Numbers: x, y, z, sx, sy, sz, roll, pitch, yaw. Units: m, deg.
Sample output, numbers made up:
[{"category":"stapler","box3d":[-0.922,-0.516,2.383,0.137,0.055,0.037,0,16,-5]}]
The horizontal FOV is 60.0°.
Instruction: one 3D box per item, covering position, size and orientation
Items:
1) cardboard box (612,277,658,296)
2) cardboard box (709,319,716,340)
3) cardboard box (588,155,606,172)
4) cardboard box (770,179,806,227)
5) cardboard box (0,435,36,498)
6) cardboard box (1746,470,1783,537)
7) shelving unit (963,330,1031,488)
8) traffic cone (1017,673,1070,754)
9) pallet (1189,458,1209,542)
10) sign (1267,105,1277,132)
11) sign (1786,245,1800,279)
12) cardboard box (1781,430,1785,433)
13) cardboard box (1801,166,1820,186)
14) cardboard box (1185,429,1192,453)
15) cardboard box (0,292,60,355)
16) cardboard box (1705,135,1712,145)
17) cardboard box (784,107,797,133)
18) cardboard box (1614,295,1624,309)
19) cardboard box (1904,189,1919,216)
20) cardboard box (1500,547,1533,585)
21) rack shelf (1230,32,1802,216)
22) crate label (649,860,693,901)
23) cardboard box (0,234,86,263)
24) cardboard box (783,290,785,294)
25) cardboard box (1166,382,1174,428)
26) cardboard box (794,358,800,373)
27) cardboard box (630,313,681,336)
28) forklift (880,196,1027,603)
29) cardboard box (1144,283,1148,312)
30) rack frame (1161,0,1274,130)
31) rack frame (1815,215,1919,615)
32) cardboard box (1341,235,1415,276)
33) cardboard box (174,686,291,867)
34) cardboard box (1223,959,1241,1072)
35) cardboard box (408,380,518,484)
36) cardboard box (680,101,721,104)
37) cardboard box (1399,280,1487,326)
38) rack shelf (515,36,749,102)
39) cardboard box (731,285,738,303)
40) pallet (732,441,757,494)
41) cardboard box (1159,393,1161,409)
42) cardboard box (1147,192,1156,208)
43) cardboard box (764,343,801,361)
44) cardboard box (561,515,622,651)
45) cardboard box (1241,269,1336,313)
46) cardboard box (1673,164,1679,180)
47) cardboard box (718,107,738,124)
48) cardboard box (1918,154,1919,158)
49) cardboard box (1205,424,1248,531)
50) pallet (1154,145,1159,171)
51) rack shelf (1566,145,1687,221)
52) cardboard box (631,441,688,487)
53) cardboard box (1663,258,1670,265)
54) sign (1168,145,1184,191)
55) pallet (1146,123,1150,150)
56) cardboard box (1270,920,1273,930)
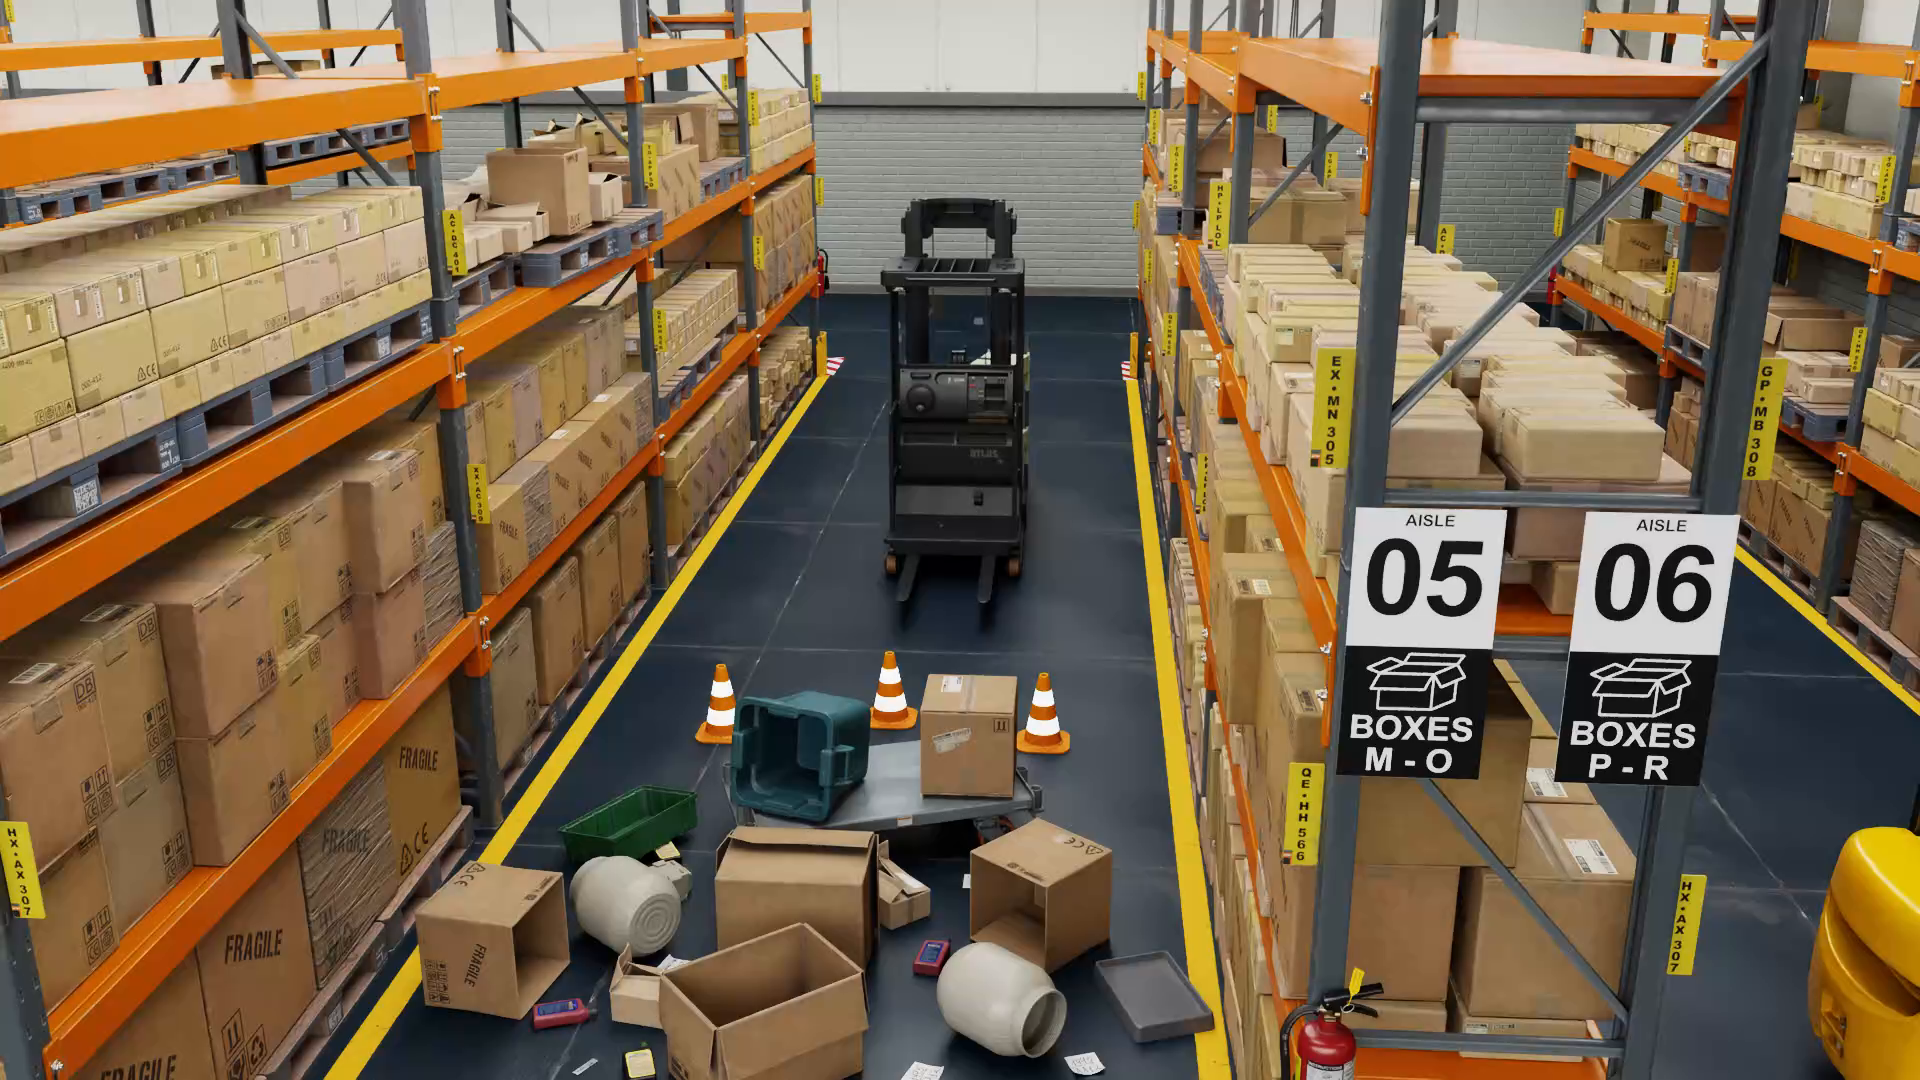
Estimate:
[{"category":"cardboard box","box3d":[-3.060,-2.376,15.632,0.380,0.149,0.250,1,18,4]},{"category":"cardboard box","box3d":[-2.439,-1.922,15.200,0.380,0.149,0.250,1,18,2]},{"category":"cardboard box","box3d":[-3.037,-2.706,12.885,0.500,0.500,0.500,1,18,4]},{"category":"cardboard box","box3d":[-2.072,-3.893,19.243,0.500,0.500,0.500,1,18,2]},{"category":"cardboard box","box3d":[-3.054,-0.217,5.021,0.380,0.149,0.250,1,18,4]},{"category":"cardboard box","box3d":[6.968,-0.327,13.942,0.500,0.500,0.500,2,18,6]},{"category":"shelving unit","box3d":[0.341,-1.124,15.443,0.431,1.500,0.755,6,19,18]},{"category":"traffic cone","box3d":[0.526,1.061,10.442,0.336,0.463,0.334,1,18,4]},{"category":"pallet","box3d":[2.019,-0.264,10.718,1.003,0.211,1.213,1,18,4]},{"category":"sign","box3d":[2.949,-4.024,15.735,0.100,0.325,0.005,1,18,4]},{"category":"sign","box3d":[7.912,-2.642,15.810,0.100,0.325,0.005,1,18,4]},{"category":"cardboard box","box3d":[7.531,-0.980,14.896,0.380,0.149,0.250,2,18,5]},{"category":"cardboard box","box3d":[6.975,-2.919,13.298,0.380,0.149,0.250,2,18,6]},{"category":"cardboard box","box3d":[1.751,-0.698,11.465,0.380,0.149,0.250,1,18,4]},{"category":"cardboard box","box3d":[-3.038,-0.671,5.125,0.380,0.149,0.250,1,18,4]},{"category":"cardboard box","box3d":[6.951,-3.630,14.958,0.380,0.149,0.250,2,18,5]},{"category":"cardboard box","box3d":[-2.105,-4.659,18.446,0.500,0.250,0.500,2,18,5]},{"category":"cardboard box","box3d":[7.257,-2.567,17.844,0.380,0.149,0.250,1,18,4]},{"category":"cardboard box","box3d":[6.743,-2.321,11.412,0.380,0.166,0.250,1,18,4]},{"category":"cardboard box","box3d":[1.824,0.029,5.104,0.380,0.149,0.250,1,18,2]},{"category":"rack shelf","box3d":[1.690,-1.614,6.059,1.077,0.370,4.000,1,18,4]},{"category":"crate label","box3d":[-1.561,1.796,8.721,0.298,0.136,0.250,-13,22,-34]},{"category":"cardboard box","box3d":[-3.603,-1.083,6.381,0.380,0.149,0.250,1,18,4]},{"category":"cardboard box","box3d":[-2.176,-2.826,18.635,0.380,0.149,0.250,2,18,5]},{"category":"cardboard box","box3d":[1.897,-1.062,13.088,0.500,0.250,0.500,1,18,2]},{"category":"cardboard box","box3d":[-2.064,-2.028,19.220,0.380,0.149,0.250,2,18,5]},{"category":"cardboard box","box3d":[-2.540,-1.794,13.853,0.380,0.149,0.250,1,18,2]},{"category":"forklift","box3d":[-0.039,-1.197,13.369,1.130,2.935,3.031,1,18,3]},{"category":"cardboard box","box3d":[2.238,-2.727,17.766,0.500,0.500,0.500,1,18,3]},{"category":"rack frame","box3d":[2.407,-5.064,15.425,1.000,3.000,0.127,1,18,4]},{"category":"rack frame","box3d":[7.071,-0.861,12.233,1.000,3.000,0.127,1,18,4]},{"category":"cardboard box","box3d":[2.275,-1.454,8.794,0.500,0.250,0.500,1,18,2]},{"category":"cardboard box","box3d":[-3.234,0.905,6.603,0.875,0.550,0.550,1,18,4]},{"category":"cardboard box","box3d":[1.413,2.041,7.119,0.500,0.250,0.500,1,18,2]},{"category":"cardboard box","box3d":[-3.047,-0.644,9.805,0.700,0.500,0.500,1,18,3]},{"category":"cardboard box","box3d":[-2.667,-4.414,17.058,0.380,0.149,0.250,2,18,6]},{"category":"cardboard box","box3d":[1.969,-0.986,6.920,0.380,0.149,0.250,1,18,3]},{"category":"rack shelf","box3d":[-2.681,-3.990,13.945,1.077,0.370,4.000,1,18,4]},{"category":"cardboard box","box3d":[-2.369,-2.385,16.137,0.380,0.149,0.250,2,18,6]},{"category":"pallet","box3d":[-2.592,-0.725,16.297,1.003,0.211,1.213,1,18,4]},{"category":"cardboard box","box3d":[2.622,-1.666,18.129,0.875,0.438,0.875,1,18,2]},{"category":"cardboard box","box3d":[2.239,-3.701,18.093,0.380,0.149,0.250,1,18,3]},{"category":"cardboard box","box3d":[-2.049,-2.168,19.171,0.380,0.149,0.250,2,18,6]},{"category":"cardboard box","box3d":[-3.017,0.279,11.694,1.050,0.750,0.750,2,18,5]},{"category":"cardboard box","box3d":[1.422,-1.078,7.203,0.380,0.149,0.250,1,18,4]},{"category":"cardboard box","box3d":[7.089,-3.527,15.957,0.380,0.149,0.250,1,18,4]},{"category":"cardboard box","box3d":[-2.275,-4.158,16.276,0.380,0.149,0.250,1,18,3]},{"category":"cardboard box","box3d":[7.437,-2.809,12.483,0.380,0.149,0.250,1,18,4]},{"category":"cardboard box","box3d":[1.585,-0.260,8.156,0.700,0.500,0.500,1,18,3]},{"category":"pallet","box3d":[2.476,-3.850,16.681,1.003,0.211,1.213,1,18,4]},{"category":"rack shelf","box3d":[7.501,-3.808,17.565,1.077,0.370,4.000,1,18,4]},{"category":"cardboard box","box3d":[-2.534,-0.626,13.653,0.500,0.250,0.500,0,18,1]},{"category":"cardboard box","box3d":[7.798,-2.953,18.381,0.500,0.250,0.500,2,18,6]},{"category":"sign","box3d":[1.567,-2.694,12.053,0.100,0.325,0.005,1,18,4]},{"category":"pallet","box3d":[2.651,-4.608,18.993,1.003,0.211,1.213,1,18,4]},{"category":"cardboard box","box3d":[1.307,1.352,5.882,0.380,0.149,0.250,1,18,3]}]
